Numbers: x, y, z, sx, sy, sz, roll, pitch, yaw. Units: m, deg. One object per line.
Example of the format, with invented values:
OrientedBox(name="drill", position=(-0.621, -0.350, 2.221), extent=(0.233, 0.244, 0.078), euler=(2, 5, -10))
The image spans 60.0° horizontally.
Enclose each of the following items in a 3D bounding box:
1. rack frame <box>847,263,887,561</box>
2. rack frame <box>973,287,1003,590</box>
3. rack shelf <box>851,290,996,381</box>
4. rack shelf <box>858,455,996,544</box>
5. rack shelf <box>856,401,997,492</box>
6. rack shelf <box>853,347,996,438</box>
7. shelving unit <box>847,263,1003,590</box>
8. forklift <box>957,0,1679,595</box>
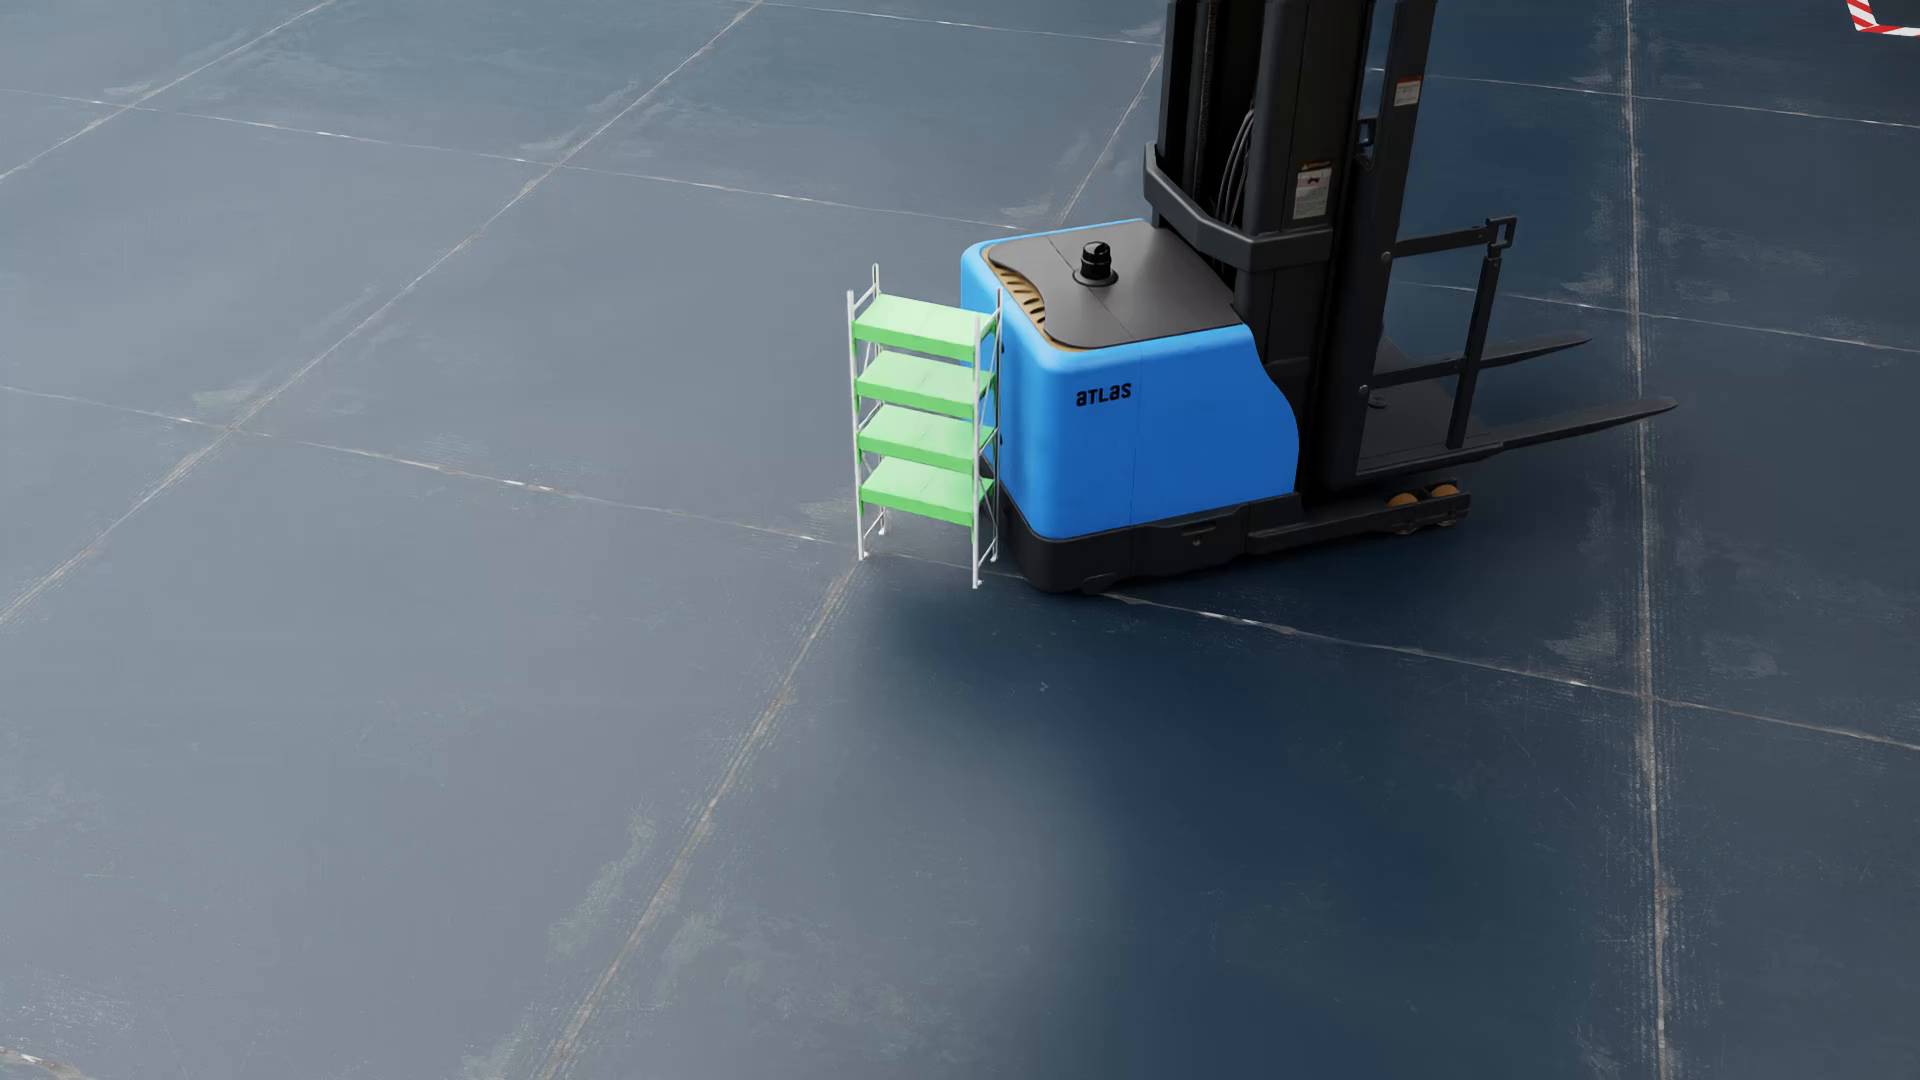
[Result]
OrientedBox(name="rack frame", position=(-0.351, -0.465, 6.370), extent=(0.015, 1.200, 0.240), euler=(13, 38, 18))
OrientedBox(name="rack frame", position=(0.101, -0.357, 6.223), extent=(0.015, 1.200, 0.240), euler=(13, 38, 18))
OrientedBox(name="rack shelf", position=(-0.125, -0.746, 6.050), extent=(0.480, 0.148, 0.258), euler=(13, 38, 18))
OrientedBox(name="rack shelf", position=(-0.125, -0.166, 6.476), extent=(0.480, 0.148, 0.258), euler=(13, 38, 18))
OrientedBox(name="rack shelf", position=(-0.125, -0.360, 6.334), extent=(0.480, 0.148, 0.258), euler=(13, 38, 18))
OrientedBox(name="rack shelf", position=(-0.125, -0.553, 6.192), extent=(0.480, 0.148, 0.258), euler=(13, 38, 18))
OrientedBox(name="shelving unit", position=(-0.125, -0.411, 6.296), extent=(0.503, 1.200, 0.258), euler=(13, 38, 18))
OrientedBox(name="forklift", position=(1.564, -1.487, 6.298), extent=(3.031, 2.935, 1.130), euler=(-11, 38, -15))
